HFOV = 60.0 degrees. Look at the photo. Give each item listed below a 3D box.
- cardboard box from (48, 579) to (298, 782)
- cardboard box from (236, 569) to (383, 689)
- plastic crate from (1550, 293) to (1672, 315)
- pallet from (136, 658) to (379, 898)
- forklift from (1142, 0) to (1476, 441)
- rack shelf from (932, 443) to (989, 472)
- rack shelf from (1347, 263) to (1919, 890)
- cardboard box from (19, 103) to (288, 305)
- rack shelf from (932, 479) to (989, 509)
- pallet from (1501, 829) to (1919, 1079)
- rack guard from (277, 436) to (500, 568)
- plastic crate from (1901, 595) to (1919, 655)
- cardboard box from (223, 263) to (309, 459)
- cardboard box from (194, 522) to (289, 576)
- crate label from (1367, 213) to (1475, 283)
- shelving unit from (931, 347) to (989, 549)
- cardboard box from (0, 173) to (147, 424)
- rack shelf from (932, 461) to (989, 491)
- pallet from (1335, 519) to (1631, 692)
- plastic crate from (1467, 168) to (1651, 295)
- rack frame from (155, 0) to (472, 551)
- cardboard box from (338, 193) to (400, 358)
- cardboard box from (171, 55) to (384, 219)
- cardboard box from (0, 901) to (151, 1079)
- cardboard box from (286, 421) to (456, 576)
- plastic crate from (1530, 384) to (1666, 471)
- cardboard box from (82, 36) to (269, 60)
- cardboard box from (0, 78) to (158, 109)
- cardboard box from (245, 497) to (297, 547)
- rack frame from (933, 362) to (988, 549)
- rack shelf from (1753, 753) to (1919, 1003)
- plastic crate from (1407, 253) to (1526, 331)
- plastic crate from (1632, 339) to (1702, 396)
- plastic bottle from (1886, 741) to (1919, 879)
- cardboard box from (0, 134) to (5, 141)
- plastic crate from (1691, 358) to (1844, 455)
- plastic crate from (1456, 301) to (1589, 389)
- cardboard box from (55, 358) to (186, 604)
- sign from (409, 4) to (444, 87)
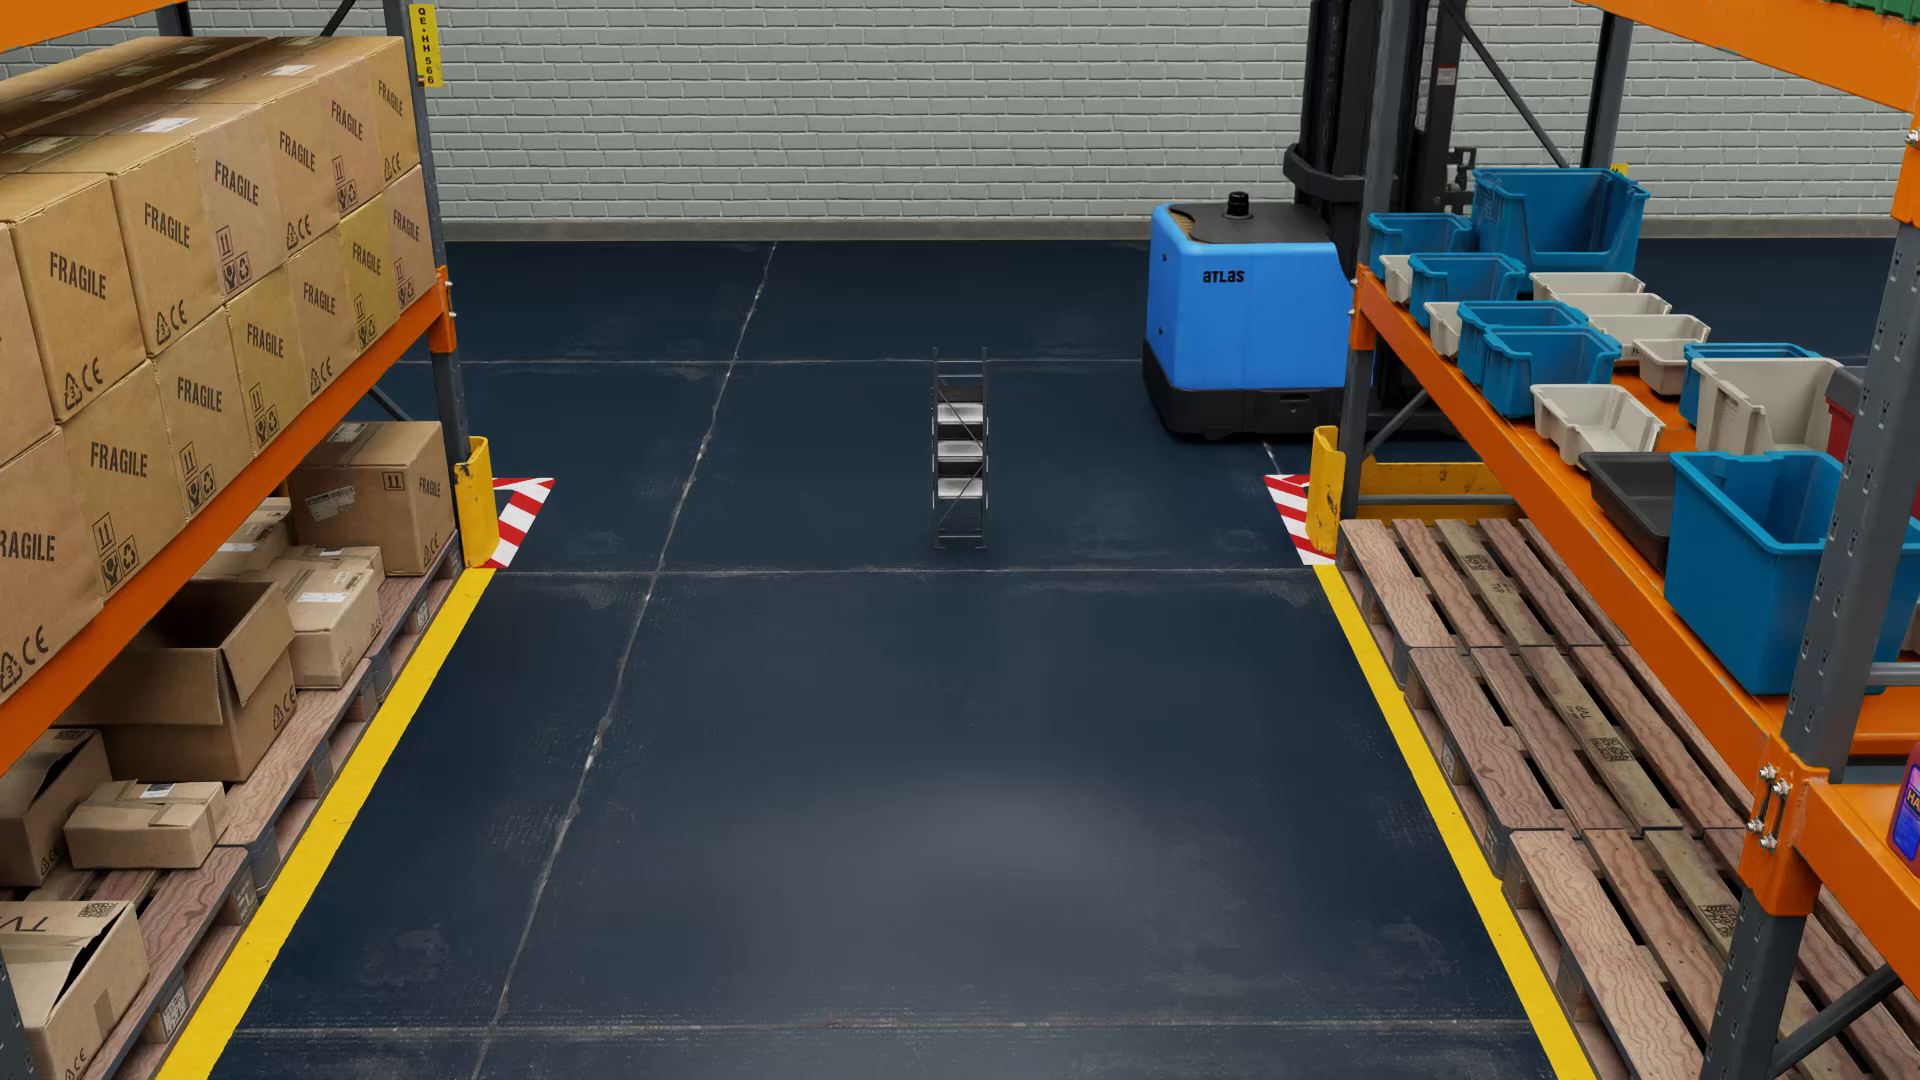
[{"bbox_3d":[-2.706,0.470,5.567,0.797,0.503,0.637,0,24,-1],"label":"cardboard box"},{"bbox_3d":[-2.491,0.325,6.193,0.500,0.250,0.500,0,24,-1],"label":"cardboard box"},{"bbox_3d":[2.408,-0.815,6.159,0.396,0.136,0.243,0,24,-1],"label":"plastic crate"},{"bbox_3d":[-2.703,0.790,5.746,1.003,0.211,1.213,0,24,-1],"label":"pallet"},{"bbox_3d":[2.597,-2.087,8.807,3.031,2.935,1.130,-1,24,-3],"label":"forklift"},{"bbox_3d":[0.000,-0.383,7.586,0.258,0.077,0.200,0,24,-1],"label":"rack shelf"},{"bbox_3d":[2.251,-0.210,5.448,1.077,0.370,4.000,0,24,-1],"label":"rack shelf"},{"bbox_3d":[-2.422,-1.027,5.046,0.500,0.500,0.500,0,24,1],"label":"cardboard box"},{"bbox_3d":[0.000,-0.219,7.660,0.258,0.077,0.200,0,24,-1],"label":"rack shelf"},{"bbox_3d":[2.226,1.254,4.722,1.003,0.211,1.213,0,24,-1],"label":"pallet"},{"bbox_3d":[-2.723,-0.171,7.522,1.175,0.500,0.348,0,24,-1],"label":"rack guard"},{"bbox_3d":[2.411,0.186,3.945,0.396,0.136,0.243,0,24,-1],"label":"plastic crate"},{"bbox_3d":[-2.432,-0.577,5.264,0.500,0.500,0.500,-1,24,-1],"label":"cardboard box"},{"bbox_3d":[-2.996,0.142,6.598,0.500,0.250,0.500,0,24,-1],"label":"cardboard box"},{"bbox_3d":[1.903,-1.210,6.916,0.416,0.233,0.303,0,24,-1],"label":"crate label"},{"bbox_3d":[0.000,-0.413,7.572,0.258,0.900,0.210,0,24,-1],"label":"shelving unit"},{"bbox_3d":[-2.410,-0.602,4.107,0.500,0.500,0.500,-1,24,-2],"label":"cardboard box"},{"bbox_3d":[0.000,-0.301,7.623,0.258,0.077,0.200,0,24,-1],"label":"rack shelf"},{"bbox_3d":[2.200,0.248,6.945,1.003,0.211,1.213,0,24,-1],"label":"pallet"},{"bbox_3d":[2.420,-1.269,6.799,0.616,0.435,0.499,0,24,-1],"label":"plastic crate"},{"bbox_3d":[-2.724,-1.342,7.076,1.000,3.000,0.127,0,24,-1],"label":"rack frame"},{"bbox_3d":[-2.437,-0.990,6.178,0.500,0.500,0.500,0,24,0],"label":"cardboard box"},{"bbox_3d":[-2.438,-1.452,5.986,0.500,0.500,0.500,0,24,1],"label":"cardboard box"},{"bbox_3d":[-2.468,1.157,4.280,0.500,0.311,0.500,0,24,-1],"label":"cardboard box"},{"bbox_3d":[-2.471,-0.180,7.008,0.500,0.500,0.500,0,24,-1],"label":"cardboard box"},{"bbox_3d":[1.953,-0.337,5.103,0.293,0.136,0.466,0,24,-1],"label":"plastic crate"},{"bbox_3d":[-2.983,-1.659,6.443,0.500,0.500,0.500,0,24,1],"label":"cardboard box"},{"bbox_3d":[-2.969,-1.237,5.510,0.500,0.500,0.500,0,24,0],"label":"cardboard box"},{"bbox_3d":[-3.063,-0.069,7.188,0.380,0.149,0.250,0,24,-1],"label":"cardboard box"},{"bbox_3d":[0.001,-0.371,7.479,0.240,0.900,0.006,0,24,-1],"label":"rack frame"},{"bbox_3d":[2.295,1.438,1.804,1.077,0.370,4.000,0,24,-1],"label":"rack shelf"},{"bbox_3d":[1.910,-0.939,6.316,0.416,0.233,0.300,0,24,-1],"label":"plastic crate"},{"bbox_3d":[2.457,-0.578,5.636,0.298,0.136,0.250,0,24,-1],"label":"plastic crate"},{"bbox_3d":[1.850,0.492,3.163,0.061,0.283,0.133,0,24,-1],"label":"plastic bottle"},{"bbox_3d":[-2.958,-0.820,4.589,0.500,0.500,0.500,0,24,0],"label":"cardboard box"},{"bbox_3d":[2.441,-0.317,4.883,0.437,0.282,0.530,0,24,-1],"label":"plastic crate"},{"bbox_3d":[1.917,-0.668,5.716,0.416,0.233,0.300,0,24,-1],"label":"plastic crate"},{"bbox_3d":[-2.422,-0.161,4.345,0.500,0.500,0.500,0,24,0],"label":"cardboard box"},{"bbox_3d":[-2.169,-2.007,6.760,0.100,0.325,0.005,0,24,-1],"label":"sign"}]
